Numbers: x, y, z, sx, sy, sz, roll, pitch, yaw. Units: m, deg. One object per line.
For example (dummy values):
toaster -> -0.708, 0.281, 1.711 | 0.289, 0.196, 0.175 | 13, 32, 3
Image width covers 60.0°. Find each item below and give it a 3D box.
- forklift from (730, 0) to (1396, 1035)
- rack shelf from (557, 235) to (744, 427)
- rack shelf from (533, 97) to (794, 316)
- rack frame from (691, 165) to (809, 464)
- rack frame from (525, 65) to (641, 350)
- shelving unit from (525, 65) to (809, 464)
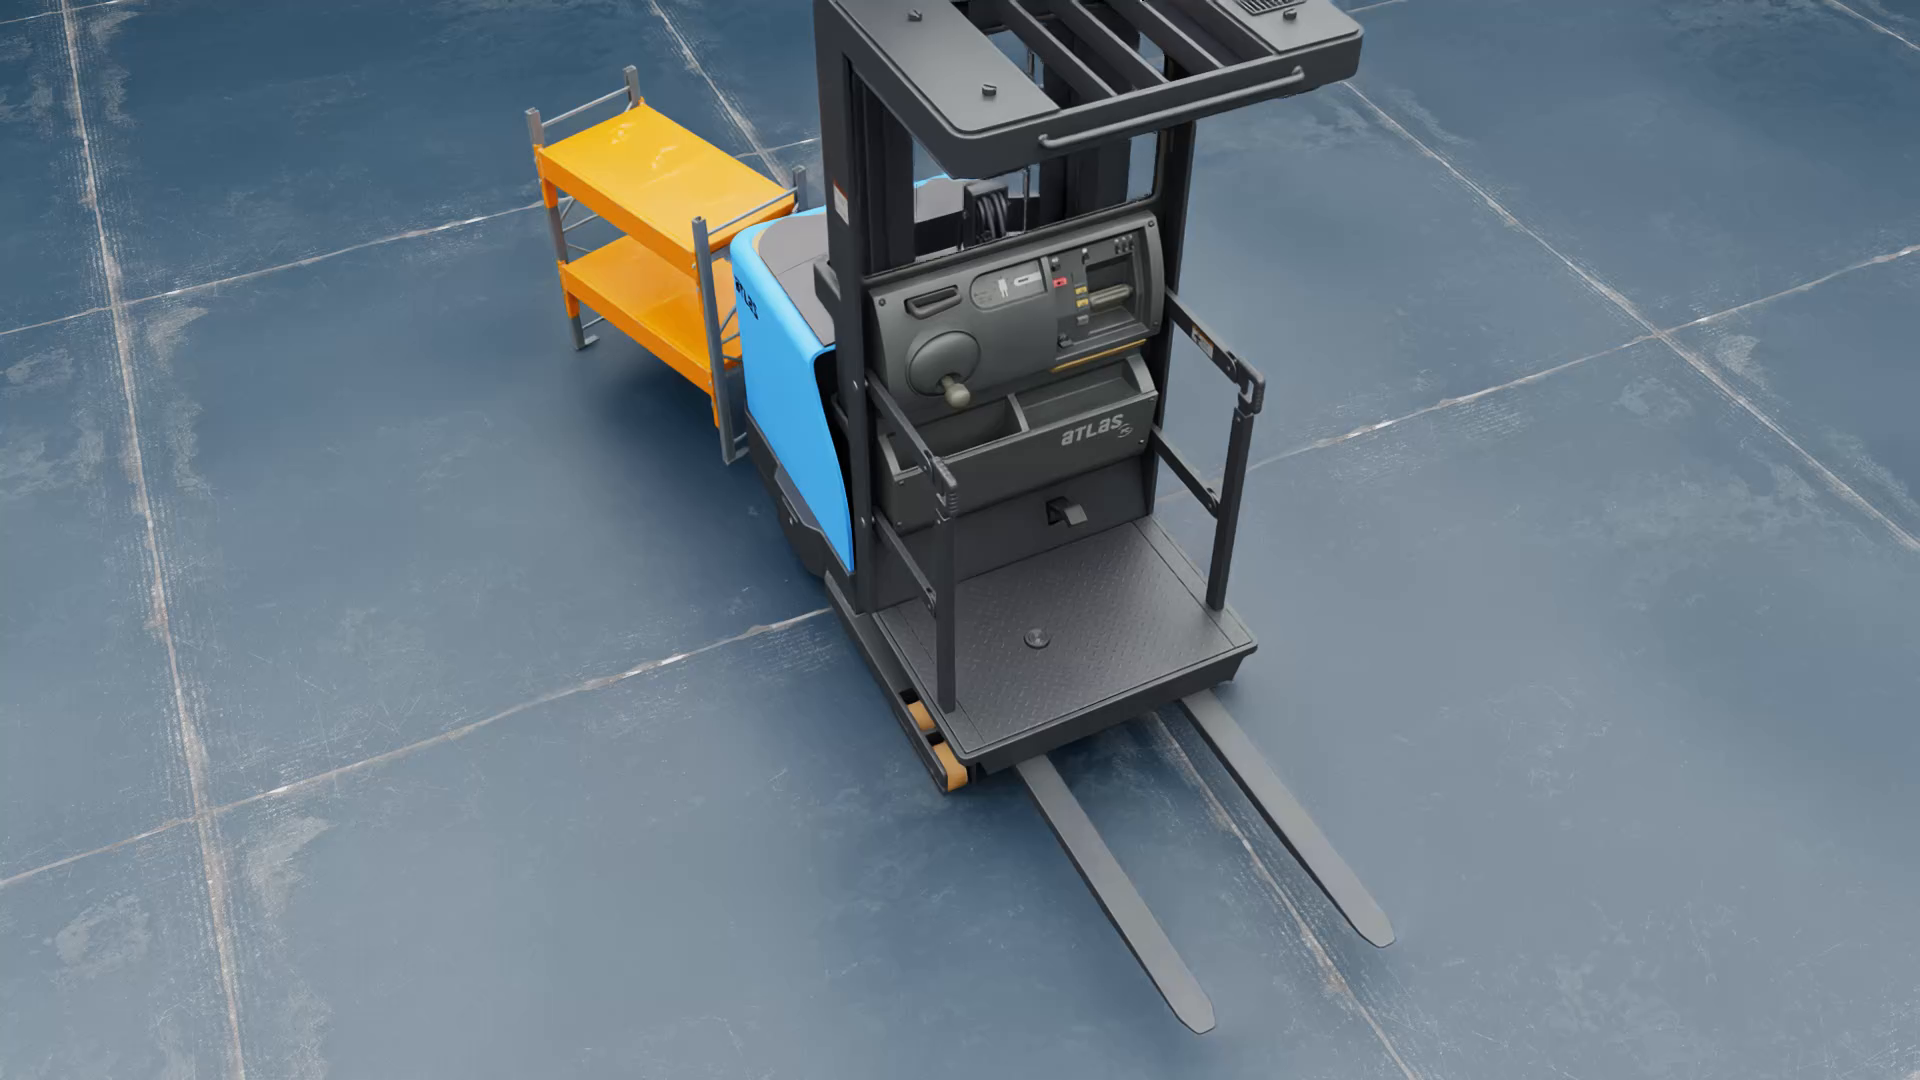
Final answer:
forklift -> 0.282, -0.585, 4.756 | 1.130, 2.935, 3.031 | -19, 48, -18
rack shelf -> -1.102, -0.909, 6.718 | 0.538, 0.278, 1.000 | -35, 54, -30
rack shelf -> -1.102, -1.291, 6.341 | 0.538, 0.278, 1.000 | -35, 54, -30
rack frame -> -0.746, -0.828, 6.288 | 0.500, 1.125, 0.032 | -35, 54, -30
rack frame -> -1.459, -1.338, 6.805 | 0.500, 1.125, 0.032 | -35, 54, -30
shelving unit -> -1.102, -1.083, 6.547 | 0.538, 1.125, 1.048 | -35, 54, -30
